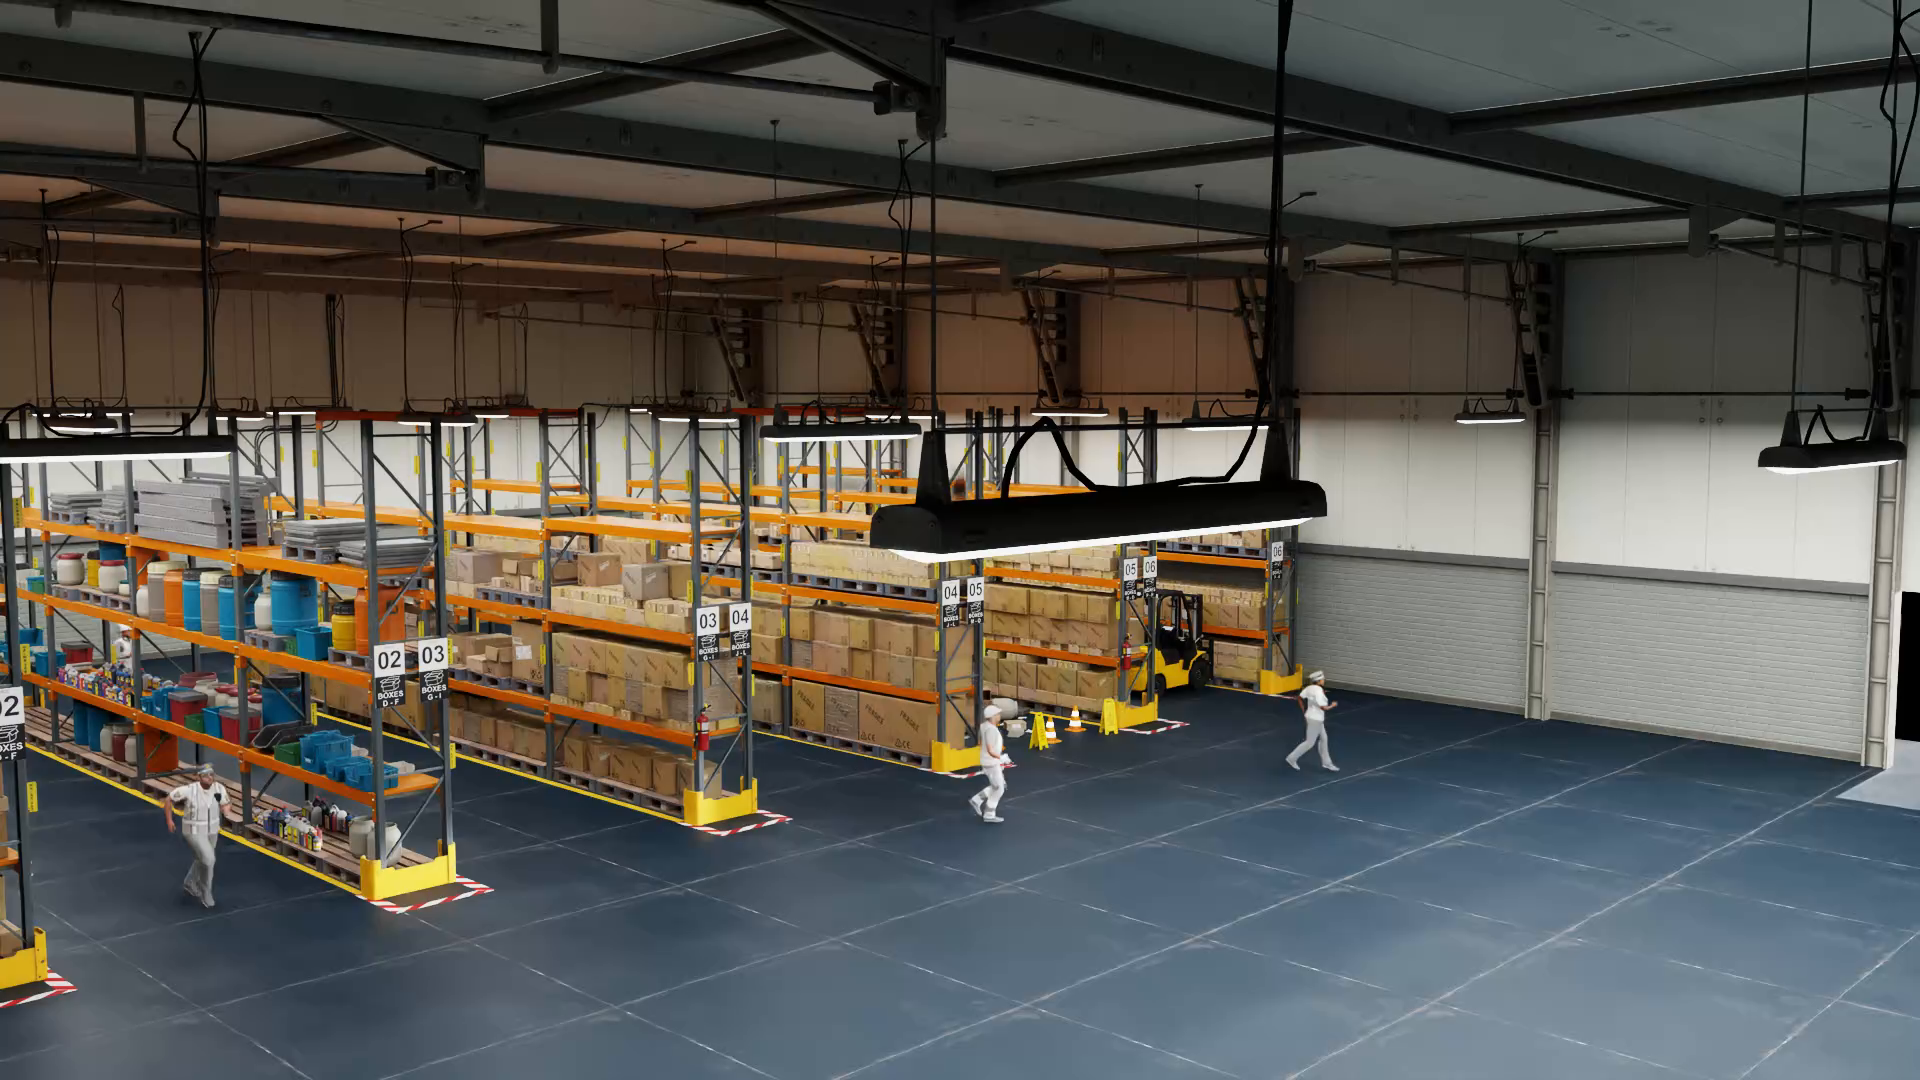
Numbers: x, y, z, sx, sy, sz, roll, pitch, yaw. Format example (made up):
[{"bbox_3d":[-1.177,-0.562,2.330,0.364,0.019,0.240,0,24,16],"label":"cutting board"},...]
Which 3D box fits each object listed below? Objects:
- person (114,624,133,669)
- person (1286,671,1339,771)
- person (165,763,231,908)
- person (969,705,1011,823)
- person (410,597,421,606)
[{"bbox_3d":[-16.413,2.520,32.743,0.947,1.783,0.644,2,6,26],"label":"person"},{"bbox_3d":[5.875,3.015,27.664,0.929,1.694,0.566,0,5,-2],"label":"person"},{"bbox_3d":[-9.394,3.638,20.594,0.843,1.809,0.690,4,6,35],"label":"person"},{"bbox_3d":[0.437,3.294,24.429,0.600,1.745,0.665,-1,5,-6],"label":"person"},{"bbox_3d":[-12.629,2.063,38.617,0.722,1.707,0.565,-1,5,-14],"label":"person"}]
